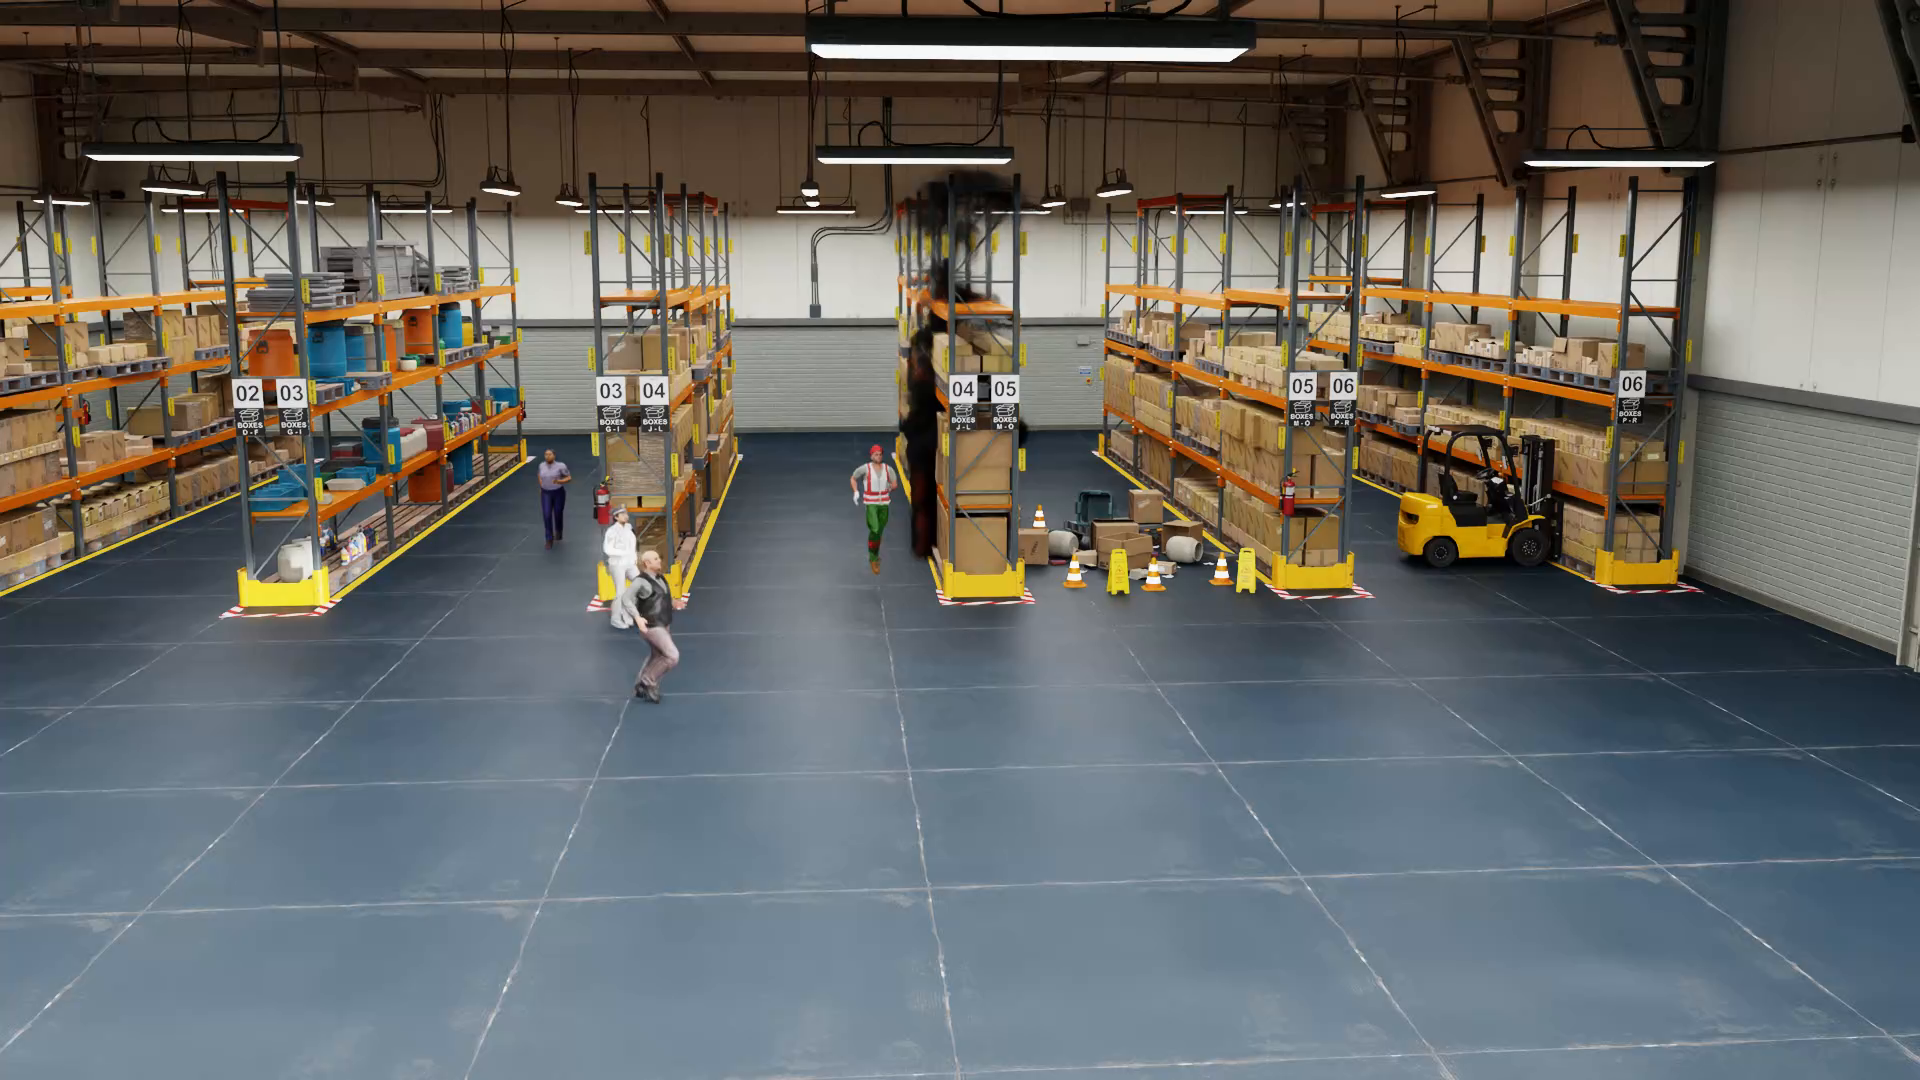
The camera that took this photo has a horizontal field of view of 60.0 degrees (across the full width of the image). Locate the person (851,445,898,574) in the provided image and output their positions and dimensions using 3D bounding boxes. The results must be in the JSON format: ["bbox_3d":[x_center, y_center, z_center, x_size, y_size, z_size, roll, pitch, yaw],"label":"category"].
[{"bbox_3d":[-1.228,-0.464,24.614,0.641,1.891,0.734,-5,11,-25],"label":"person"}]

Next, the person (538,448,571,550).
[{"bbox_3d":[-6.840,-0.718,28.062,0.587,1.683,0.866,-1,10,-6],"label":"person"}]

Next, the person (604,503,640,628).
[{"bbox_3d":[-4.405,0.342,22.003,0.568,1.679,0.655,7,12,36],"label":"person"}]

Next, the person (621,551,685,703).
[{"bbox_3d":[-3.336,0.955,18.341,0.653,1.684,0.636,3,10,14],"label":"person"}]
